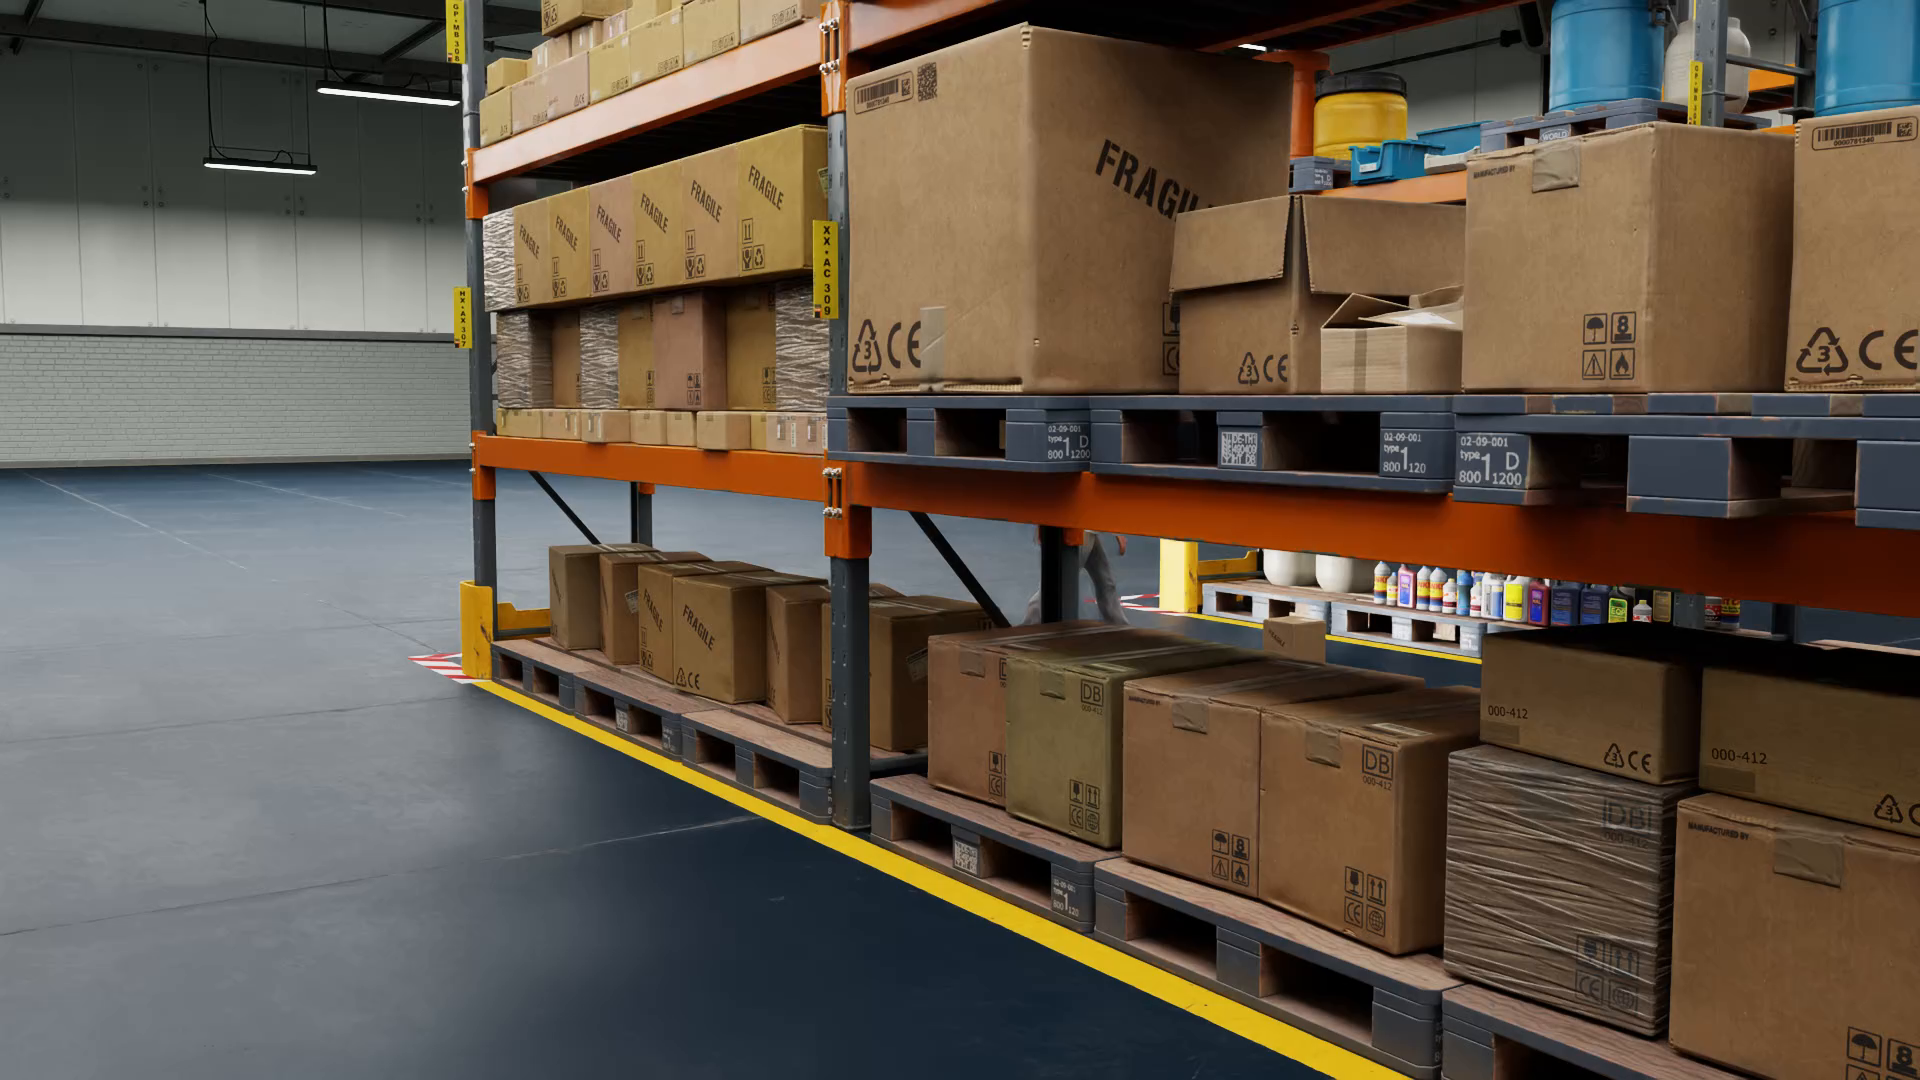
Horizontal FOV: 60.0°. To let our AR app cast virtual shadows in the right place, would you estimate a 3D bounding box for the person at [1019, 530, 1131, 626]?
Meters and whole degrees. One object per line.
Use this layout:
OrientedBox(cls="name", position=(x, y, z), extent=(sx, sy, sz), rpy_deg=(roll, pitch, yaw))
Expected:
OrientedBox(cls="person", position=(0.719, -0.071, 9.078), extent=(0.950, 1.530, 0.443), rpy_deg=(-1, 5, -13))
